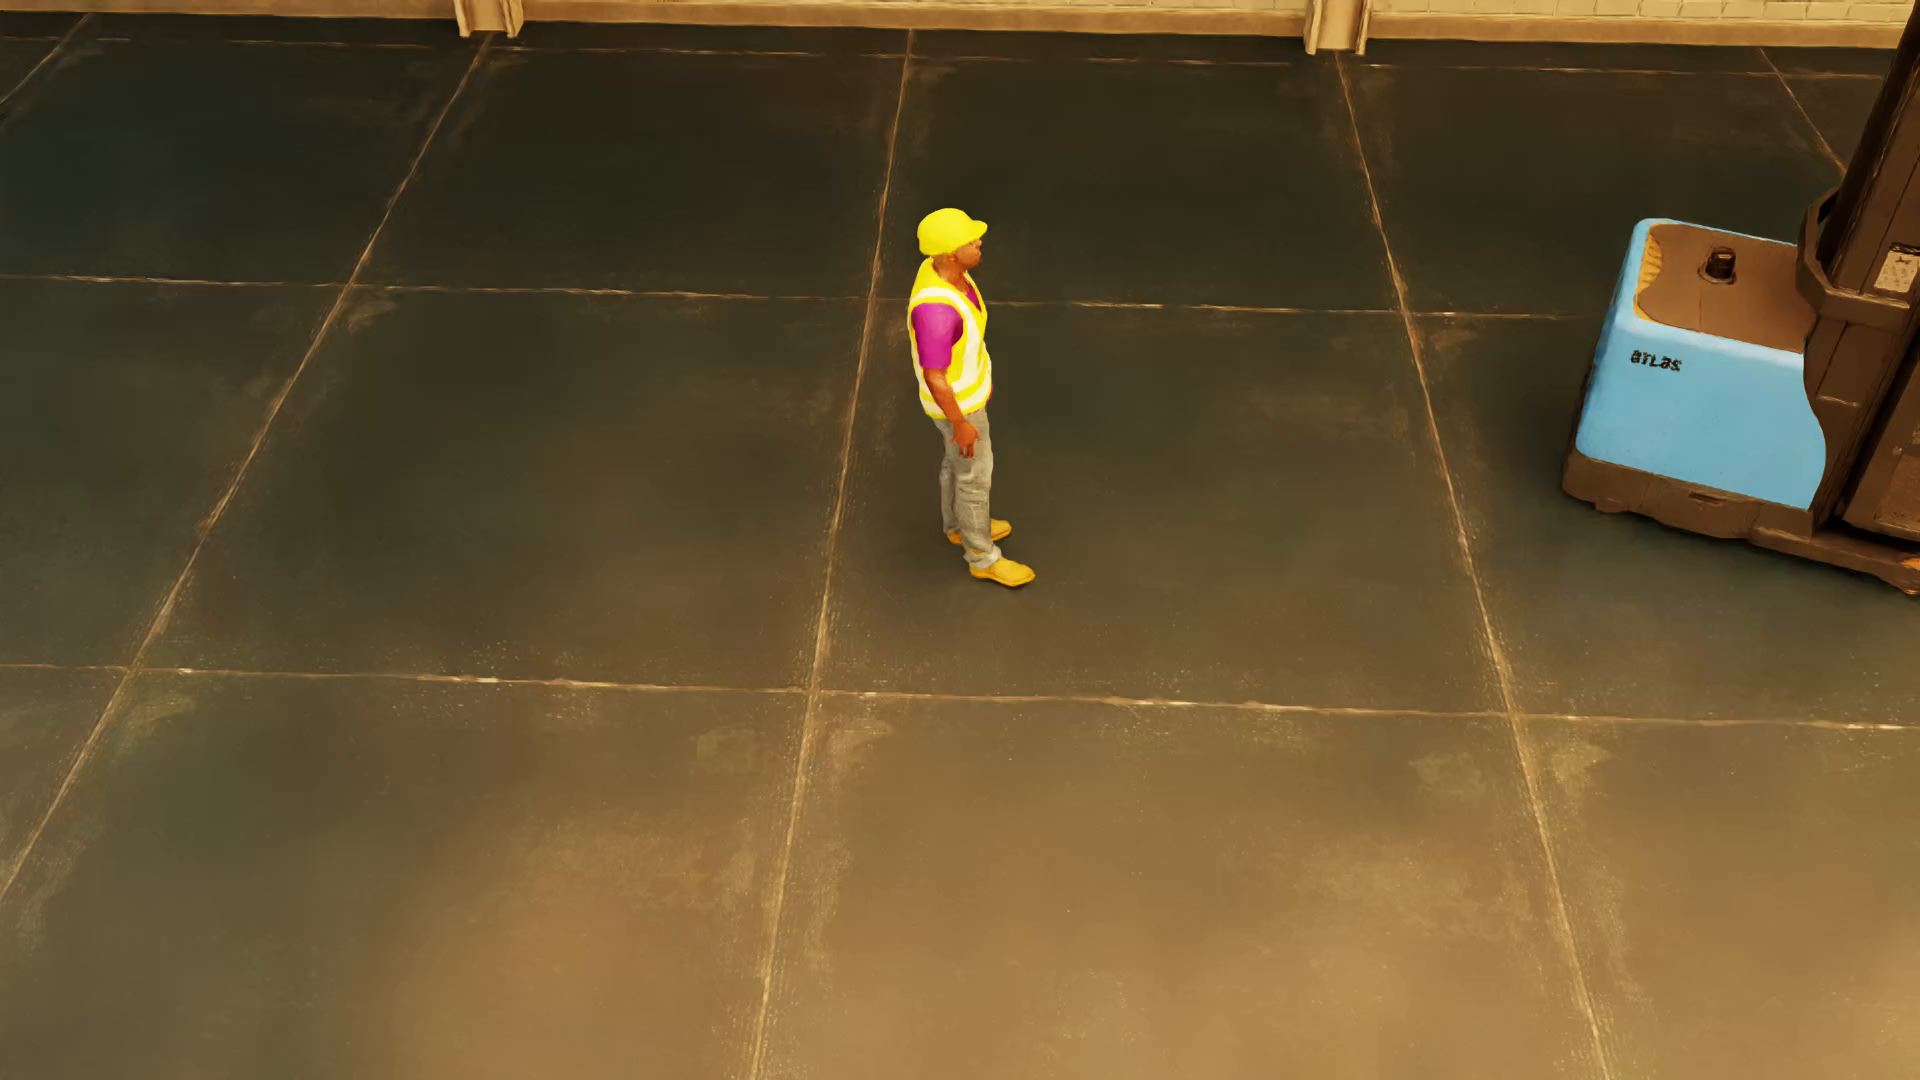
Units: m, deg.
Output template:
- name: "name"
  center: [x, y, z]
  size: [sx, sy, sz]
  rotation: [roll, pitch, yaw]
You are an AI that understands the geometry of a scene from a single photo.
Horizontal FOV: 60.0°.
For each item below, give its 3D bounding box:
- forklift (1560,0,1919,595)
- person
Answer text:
- name: "forklift"
  center: [4.492, -1.191, 7.046]
  size: [3.031, 2.935, 1.130]
  rotation: [16, 45, 16]
- name: "person"
  center: [0.069, -0.652, 7.310]
  size: [0.576, 1.766, 0.665]
  rotation: [2, 42, 2]
